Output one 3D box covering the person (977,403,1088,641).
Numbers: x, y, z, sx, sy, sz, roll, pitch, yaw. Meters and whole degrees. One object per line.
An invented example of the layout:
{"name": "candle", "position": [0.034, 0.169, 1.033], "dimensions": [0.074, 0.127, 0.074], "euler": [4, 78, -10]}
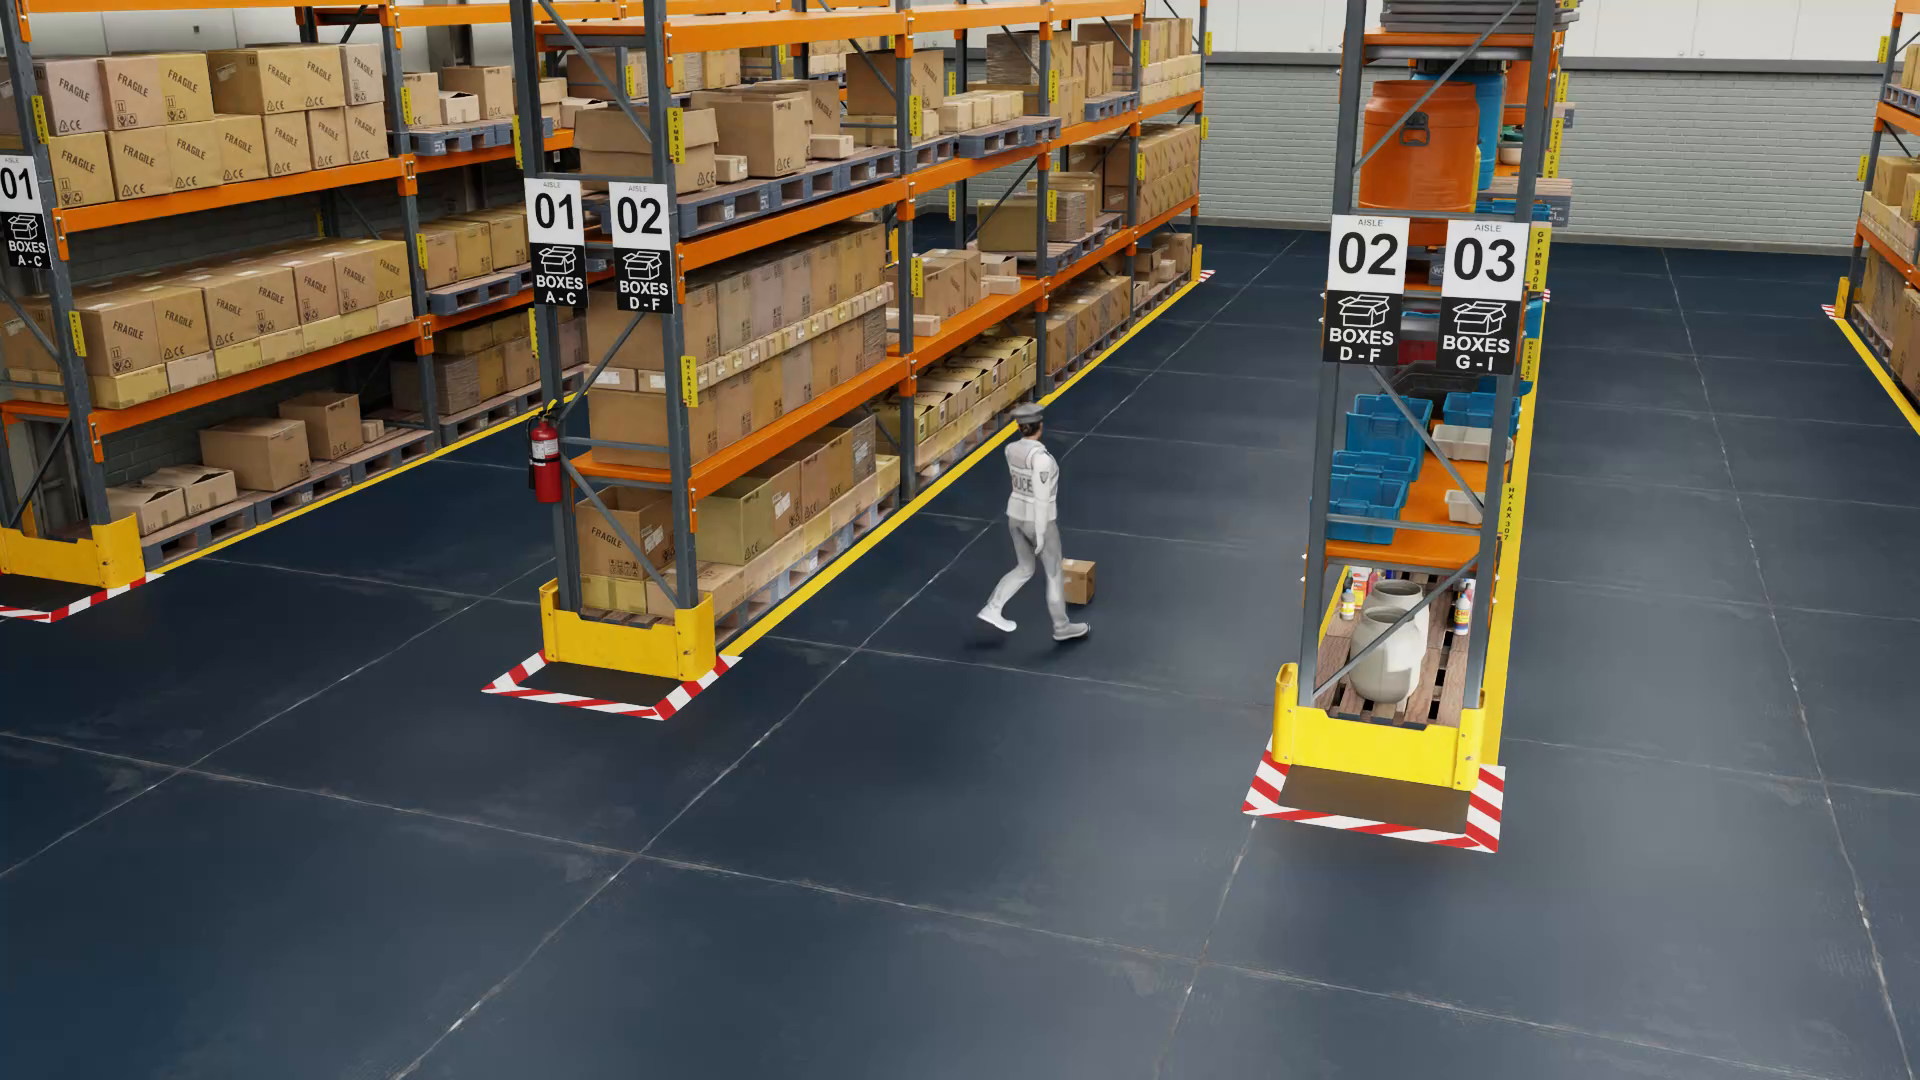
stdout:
{"name": "person", "position": [0.493, -0.119, 11.401], "dimensions": [0.712, 1.640, 0.497], "euler": [-12, 22, -32]}
